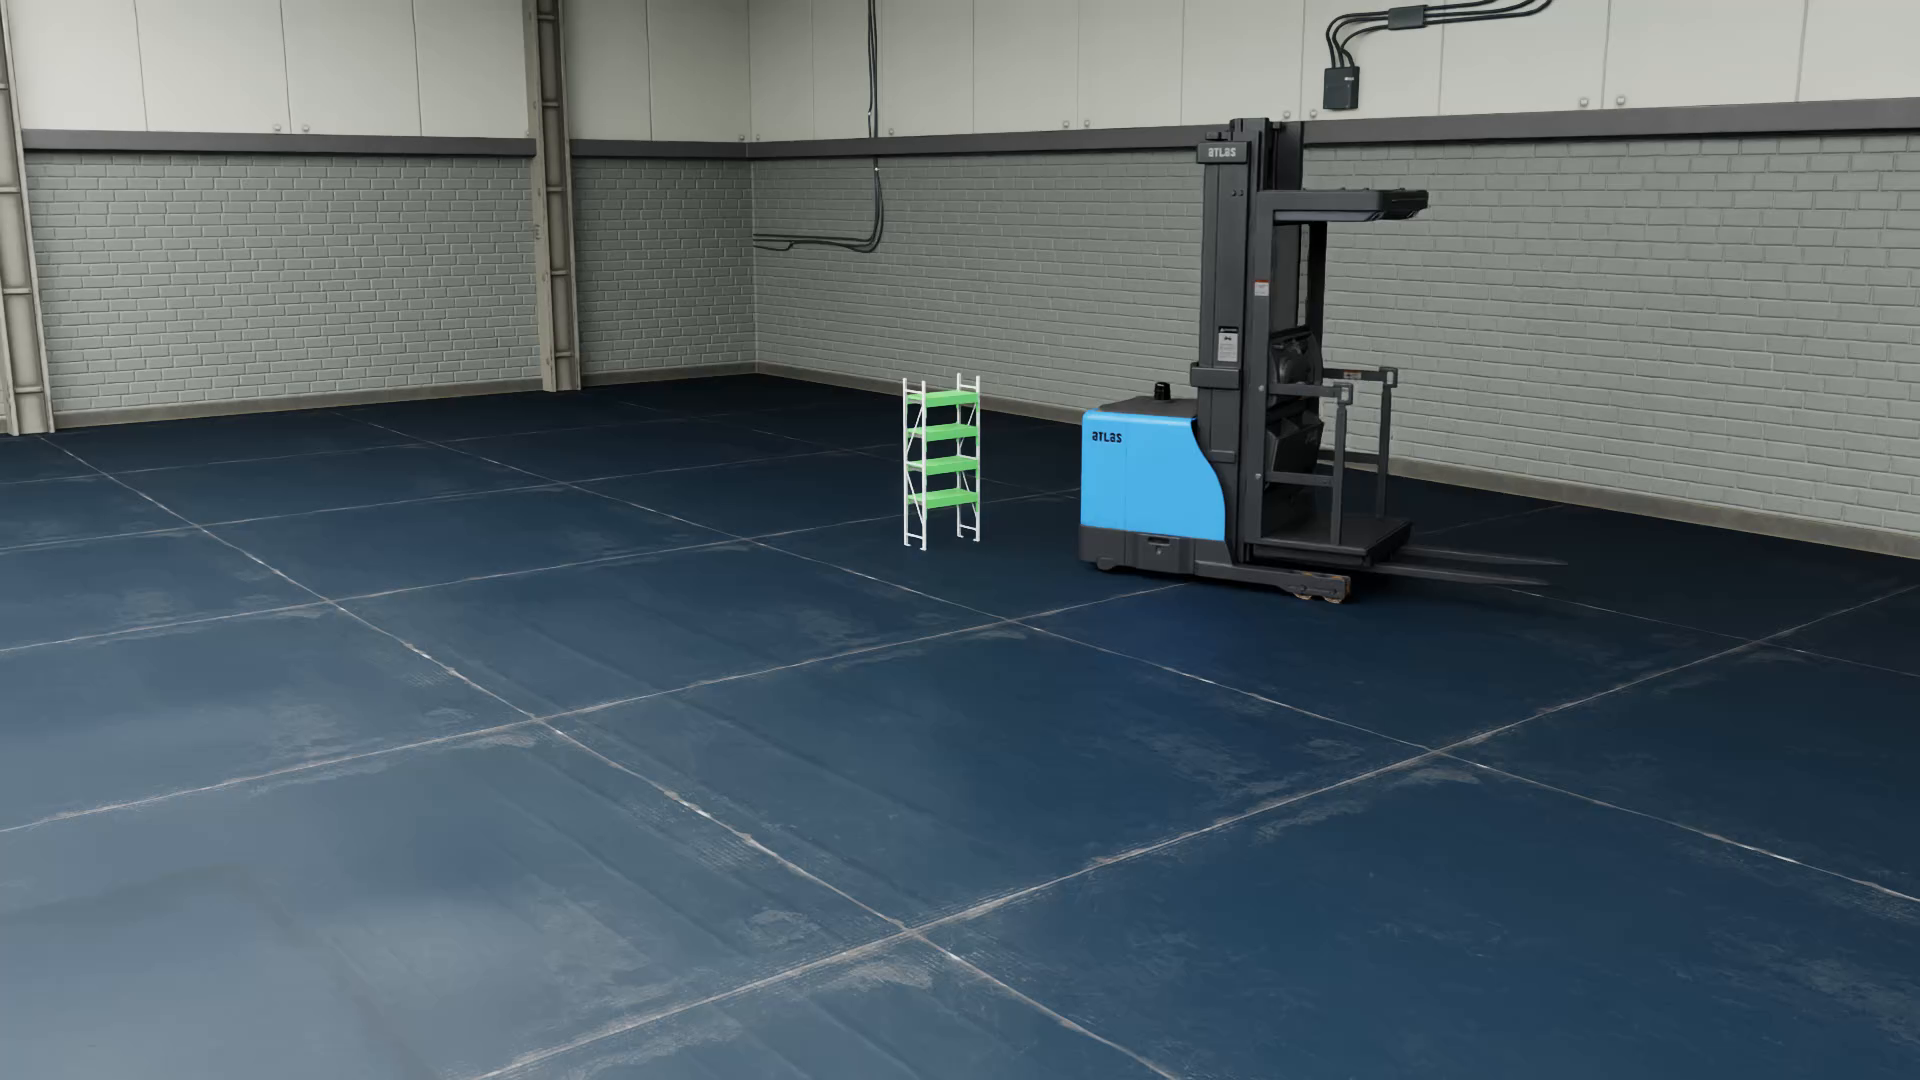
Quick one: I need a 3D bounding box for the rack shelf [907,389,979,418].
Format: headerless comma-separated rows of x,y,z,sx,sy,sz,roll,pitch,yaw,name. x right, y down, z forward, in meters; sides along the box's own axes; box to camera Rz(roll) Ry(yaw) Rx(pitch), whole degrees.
-0.129,-0.972,11.817,0.480,0.148,0.258,-9,15,-38,rack shelf

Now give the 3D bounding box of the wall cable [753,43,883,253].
-1.932,-4.960,21.296,0.112,2.526,3.097,-9,15,-38,wall cable

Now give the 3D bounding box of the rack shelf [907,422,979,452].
-0.129,-0.738,11.866,0.480,0.148,0.258,-9,15,-38,rack shelf

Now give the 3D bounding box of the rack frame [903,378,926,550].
-0.320,-0.534,11.754,0.015,1.200,0.240,-9,15,-38,rack frame

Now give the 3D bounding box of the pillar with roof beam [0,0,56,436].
-7.054,-4.834,13.229,0.400,9.000,9.100,-9,15,-38,pillar with roof beam

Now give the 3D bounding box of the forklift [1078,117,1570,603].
2.330,-1.169,10.579,3.031,2.935,1.130,7,14,29,forklift

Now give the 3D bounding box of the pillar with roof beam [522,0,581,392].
-2.369,-5.612,16.895,0.400,9.000,9.100,-9,15,-38,pillar with roof beam

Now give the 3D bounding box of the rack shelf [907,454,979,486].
-0.129,-0.503,11.916,0.480,0.148,0.258,-9,15,-38,rack shelf

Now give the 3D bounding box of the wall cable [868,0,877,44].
-0.242,-6.991,18.705,0.112,2.526,3.097,-9,15,-38,wall cable

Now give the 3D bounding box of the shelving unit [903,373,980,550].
-0.129,-0.565,11.903,0.503,1.200,0.258,-9,15,-38,shelving unit

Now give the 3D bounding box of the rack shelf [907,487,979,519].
-0.129,-0.268,11.966,0.480,0.148,0.258,-9,15,-38,rack shelf

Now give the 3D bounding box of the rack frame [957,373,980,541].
0.061,-0.597,12.052,0.015,1.200,0.240,-9,15,-38,rack frame

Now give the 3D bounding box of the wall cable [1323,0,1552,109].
3.986,-6.600,13.359,0.169,6.003,2.305,-9,15,-38,wall cable
